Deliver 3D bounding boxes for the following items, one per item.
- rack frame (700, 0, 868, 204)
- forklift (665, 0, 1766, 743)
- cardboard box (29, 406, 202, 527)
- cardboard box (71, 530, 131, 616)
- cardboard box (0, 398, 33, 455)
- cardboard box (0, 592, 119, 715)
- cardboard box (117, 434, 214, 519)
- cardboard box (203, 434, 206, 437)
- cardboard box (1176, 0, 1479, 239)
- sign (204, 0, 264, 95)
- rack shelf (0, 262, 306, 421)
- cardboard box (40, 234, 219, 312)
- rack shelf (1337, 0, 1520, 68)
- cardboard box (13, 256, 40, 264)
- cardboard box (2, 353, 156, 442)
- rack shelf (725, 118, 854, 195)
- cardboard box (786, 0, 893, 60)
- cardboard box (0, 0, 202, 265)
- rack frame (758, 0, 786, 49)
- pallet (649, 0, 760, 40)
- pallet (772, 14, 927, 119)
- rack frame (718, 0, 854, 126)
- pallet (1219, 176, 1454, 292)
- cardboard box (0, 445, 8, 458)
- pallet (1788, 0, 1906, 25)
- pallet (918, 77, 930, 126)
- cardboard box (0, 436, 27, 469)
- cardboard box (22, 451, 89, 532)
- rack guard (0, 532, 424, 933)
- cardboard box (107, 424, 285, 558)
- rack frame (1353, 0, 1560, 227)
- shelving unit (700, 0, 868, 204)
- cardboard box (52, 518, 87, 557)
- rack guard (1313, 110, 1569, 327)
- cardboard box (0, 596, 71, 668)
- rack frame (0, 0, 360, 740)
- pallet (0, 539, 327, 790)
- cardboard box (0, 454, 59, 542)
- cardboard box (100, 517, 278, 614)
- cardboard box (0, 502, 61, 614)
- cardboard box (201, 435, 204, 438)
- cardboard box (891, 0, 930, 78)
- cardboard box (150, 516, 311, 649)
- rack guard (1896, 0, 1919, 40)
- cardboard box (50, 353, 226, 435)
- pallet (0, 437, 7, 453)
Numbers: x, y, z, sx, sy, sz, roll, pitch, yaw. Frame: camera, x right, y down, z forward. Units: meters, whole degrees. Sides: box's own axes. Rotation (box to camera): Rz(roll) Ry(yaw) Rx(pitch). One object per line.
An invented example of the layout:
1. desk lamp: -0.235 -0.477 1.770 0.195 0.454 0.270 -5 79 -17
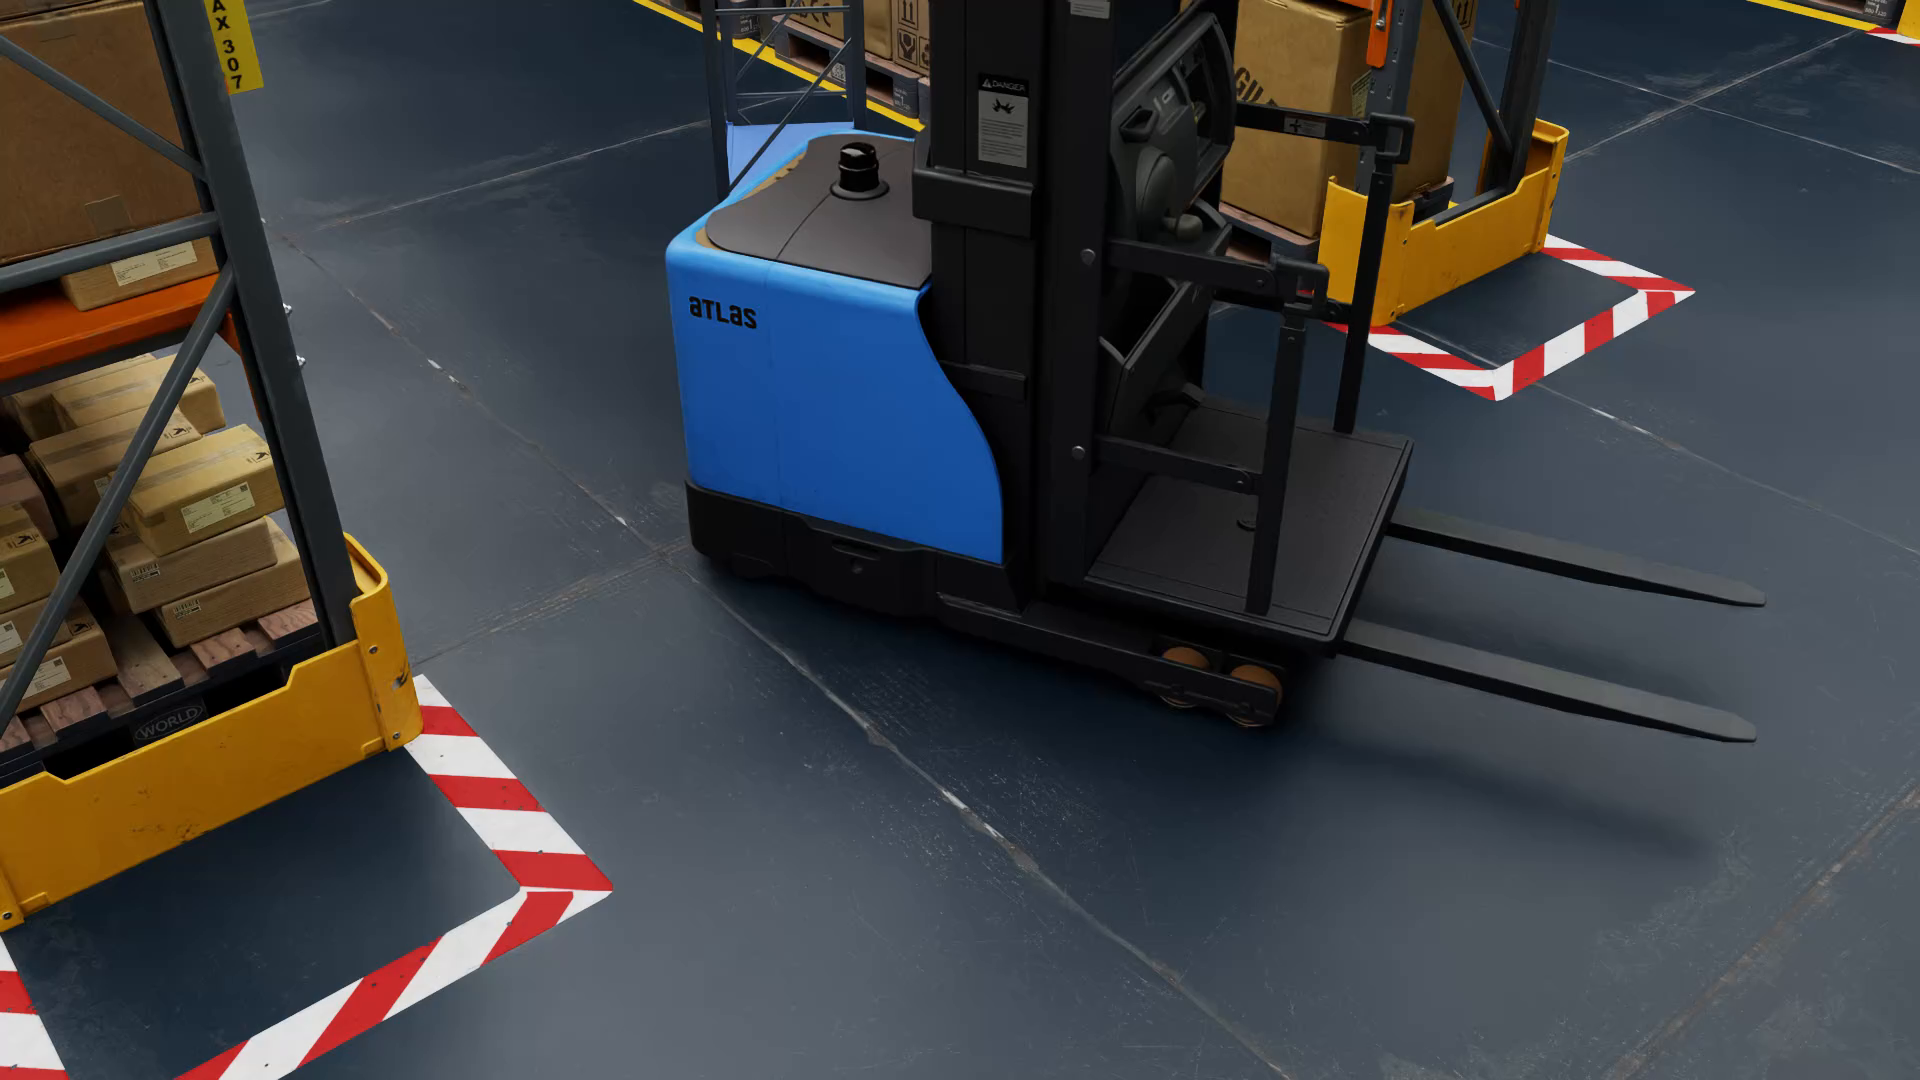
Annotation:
1. rack frame: -0.549 -1.112 5.523 0.500 1.500 0.032 -3 35 -4
2. forklift: 0.735 -1.039 4.180 3.031 2.935 1.130 14 38 19
3. cardboard box: -2.289 -0.214 4.545 0.380 0.149 0.250 -25 42 -31
4. cardboard box: -2.266 0.028 4.718 0.380 0.149 0.250 -26 43 -32
5. cardboard box: -2.769 -0.437 5.118 0.380 0.149 0.250 -28 44 -34
6. cardboard box: -2.440 0.309 4.322 0.380 0.149 0.250 -25 42 -31
7. cardboard box: -2.217 -0.127 4.679 0.380 0.149 0.250 -26 43 -32
8. cardboard box: -2.513 -0.233 5.087 0.380 0.149 0.250 -25 43 -31
9. cardboard box: 1.439 -1.891 6.799 0.875 0.875 0.875 -26 43 -32
10. sign: -1.527 -1.084 3.436 0.100 0.325 0.005 -26 43 -32
11. rack shelf: -3.232 -1.118 4.855 1.077 0.370 4.000 -26 43 -32
12. cardboard box: -1.900 -0.691 3.848 0.380 0.149 0.250 -26 43 -32
13. rack shelf: 0.622 -2.923 7.404 1.077 0.370 4.000 -26 43 -32
14. cardboard box: -2.096 -0.788 3.985 0.380 0.149 0.250 -24 42 -30
15. cardboard box: -2.577 -0.452 4.881 0.380 0.149 0.250 -28 44 -34
16. rack shelf: -0.596 -1.258 6.040 0.538 0.185 1.000 -3 35 -4
17. cardboard box: -0.303 -3.083 8.482 0.875 0.875 0.875 -26 43 -32
18. cardboard box: -2.020 -0.992 3.711 0.500 0.500 0.500 -24 42 -30
19. rack frame: -0.668 -4.100 8.443 1.000 3.000 0.127 -26 43 -32
20. pallet: -1.224 -3.274 9.691 1.003 0.211 1.213 -26 43 -32
21. pallet: -0.237 -2.597 8.734 1.003 0.211 1.213 -26 43 -32
22. rack frame: -0.642 -1.697 6.349 0.500 1.500 0.032 -3 35 -4
23. pallet: 1.337 -1.519 7.213 1.003 0.211 1.213 -26 43 -32
24. cardboard box: -2.931 -0.170 4.741 0.380 0.149 0.250 -27 43 -32
25. pallet: 5.194 -3.422 9.899 1.003 0.211 1.213 -26 43 -32
26. pallet: 0.554 -2.058 7.973 1.003 0.211 1.213 -26 43 -32
27. cardboard box: -2.750 -0.310 5.196 0.380 0.149 0.250 -26 43 -32
28. cardboard box: -2.442 -0.202 4.785 0.380 0.149 0.250 -25 43 -31
29. rack guard: -1.990 0.458 4.170 1.175 0.500 0.348 -26 43 -32
30. cardboard box: -2.020 -0.137 4.437 0.380 0.149 0.250 -28 44 -34
31. rack frame: 1.913 -2.334 5.950 1.000 3.000 0.127 -26 43 -32
32. shelving unit: -0.596 -1.405 5.936 0.538 1.500 1.048 -3 35 -4
33. cardboard box: -2.432 -0.079 4.870 0.380 0.149 0.250 -26 43 -31
34. rack guard: 1.929 -1.303 6.657 1.175 0.500 0.348 -26 43 -32
35. cardboard box: -2.500 0.216 4.196 0.380 0.149 0.250 -27 44 -33
36. rack frame: -1.941 -0.528 3.401 1.000 3.000 0.127 -26 43 -32
37. pallet: -2.487 0.204 4.779 1.003 0.211 1.213 -26 43 -32
38. cardboard box: -2.595 -0.051 4.315 0.380 0.149 0.250 -25 42 -31
39. cardboard box: -2.083 0.015 4.479 0.380 0.149 0.250 -24 42 -30
40. cardboard box: -2.476 0.082 4.128 0.380 0.149 0.250 -25 43 -31
41. cardboard box: -2.525 -0.355 5.003 0.380 0.149 0.250 -25 42 -30
42. cardboard box: 0.277 -2.685 7.921 0.875 0.875 0.875 -26 43 -32
43. cardboard box: -2.035 0.113 4.598 0.380 0.149 0.250 -25 42 -31
44. rack guard: 5.722 -3.155 9.272 1.175 0.500 0.348 -26 43 -32
45. cardboard box: -2.354 -0.373 4.770 0.380 0.149 0.250 -26 43 -32
46. pallet: -3.270 -0.334 5.539 1.003 0.211 1.213 -26 43 -32
